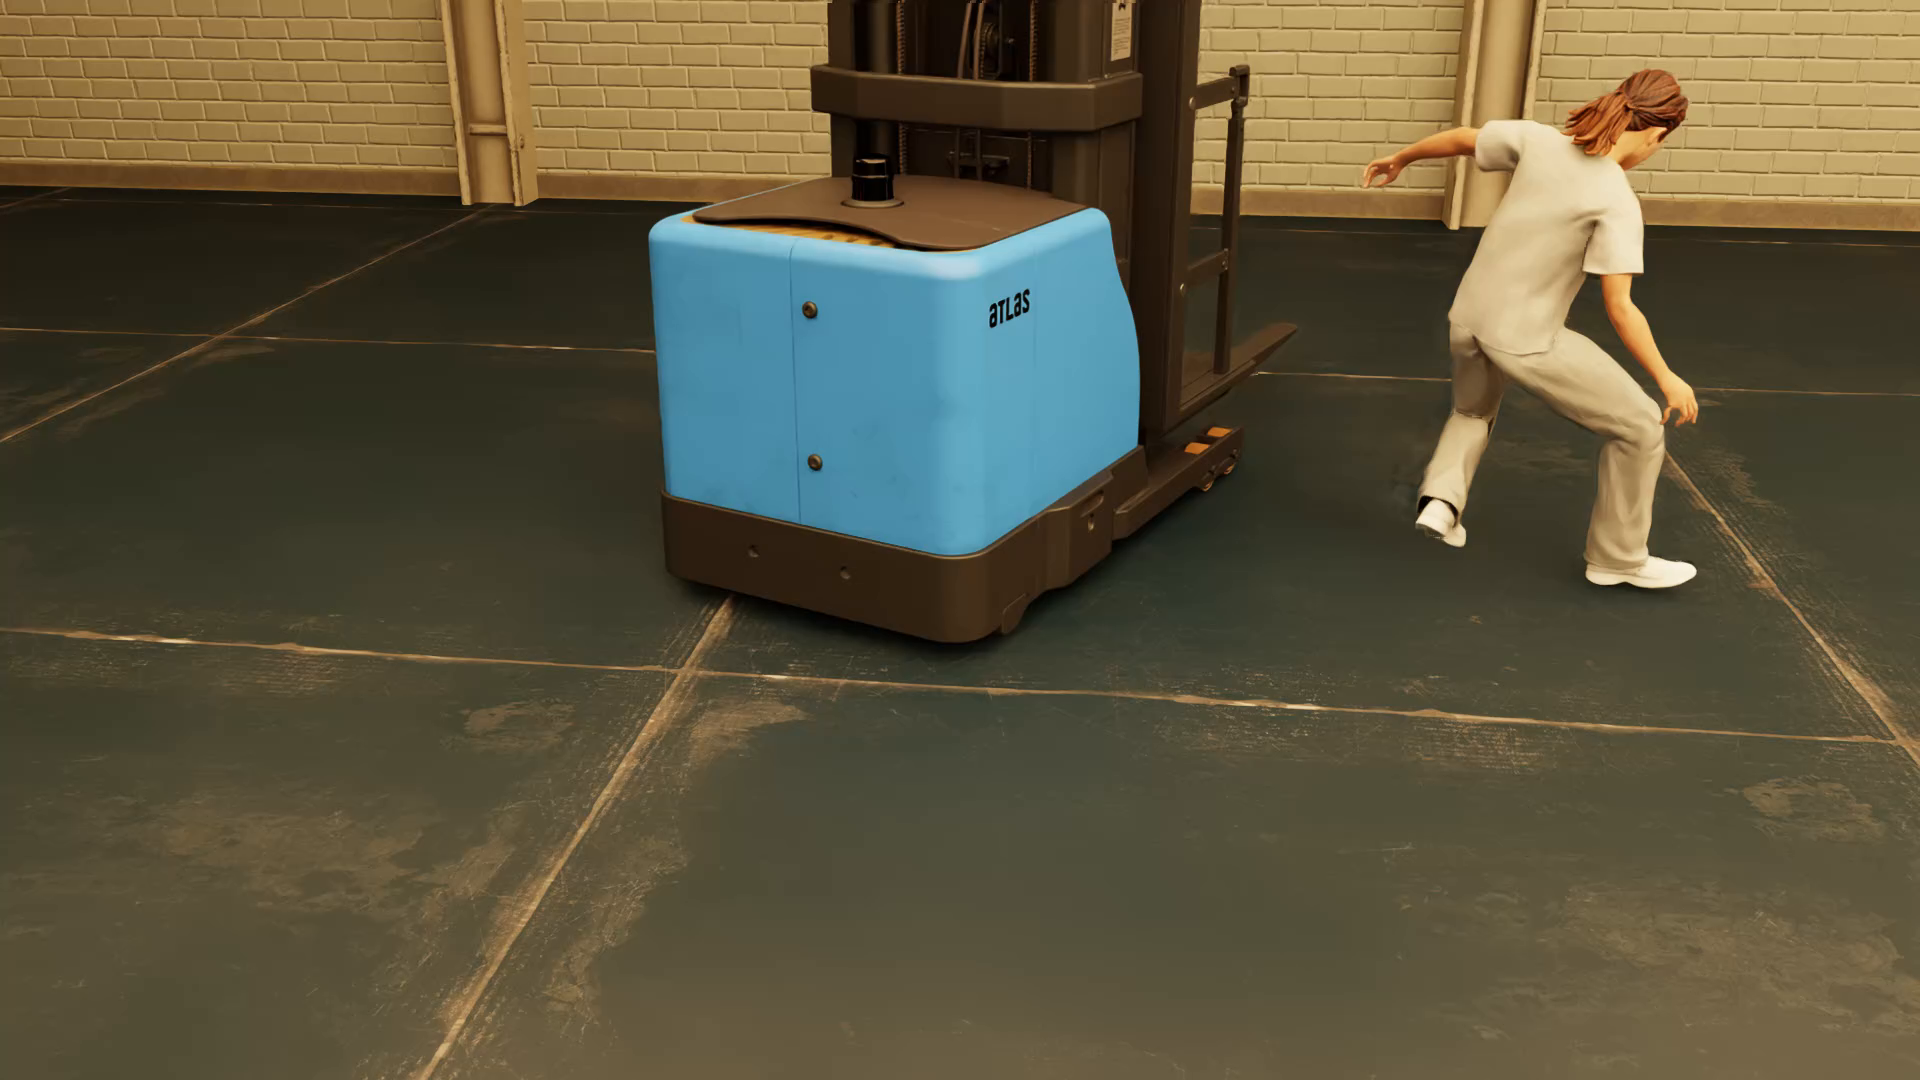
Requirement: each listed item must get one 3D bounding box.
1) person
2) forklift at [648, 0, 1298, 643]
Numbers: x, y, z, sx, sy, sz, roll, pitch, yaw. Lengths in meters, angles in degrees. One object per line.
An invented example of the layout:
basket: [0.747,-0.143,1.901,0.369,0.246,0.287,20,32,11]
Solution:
person: [1.601,-0.606,4.745,0.705,1.450,1.063,-9,24,-22]
forklift: [0.324,-1.597,5.220,1.130,2.935,3.031,12,25,28]
